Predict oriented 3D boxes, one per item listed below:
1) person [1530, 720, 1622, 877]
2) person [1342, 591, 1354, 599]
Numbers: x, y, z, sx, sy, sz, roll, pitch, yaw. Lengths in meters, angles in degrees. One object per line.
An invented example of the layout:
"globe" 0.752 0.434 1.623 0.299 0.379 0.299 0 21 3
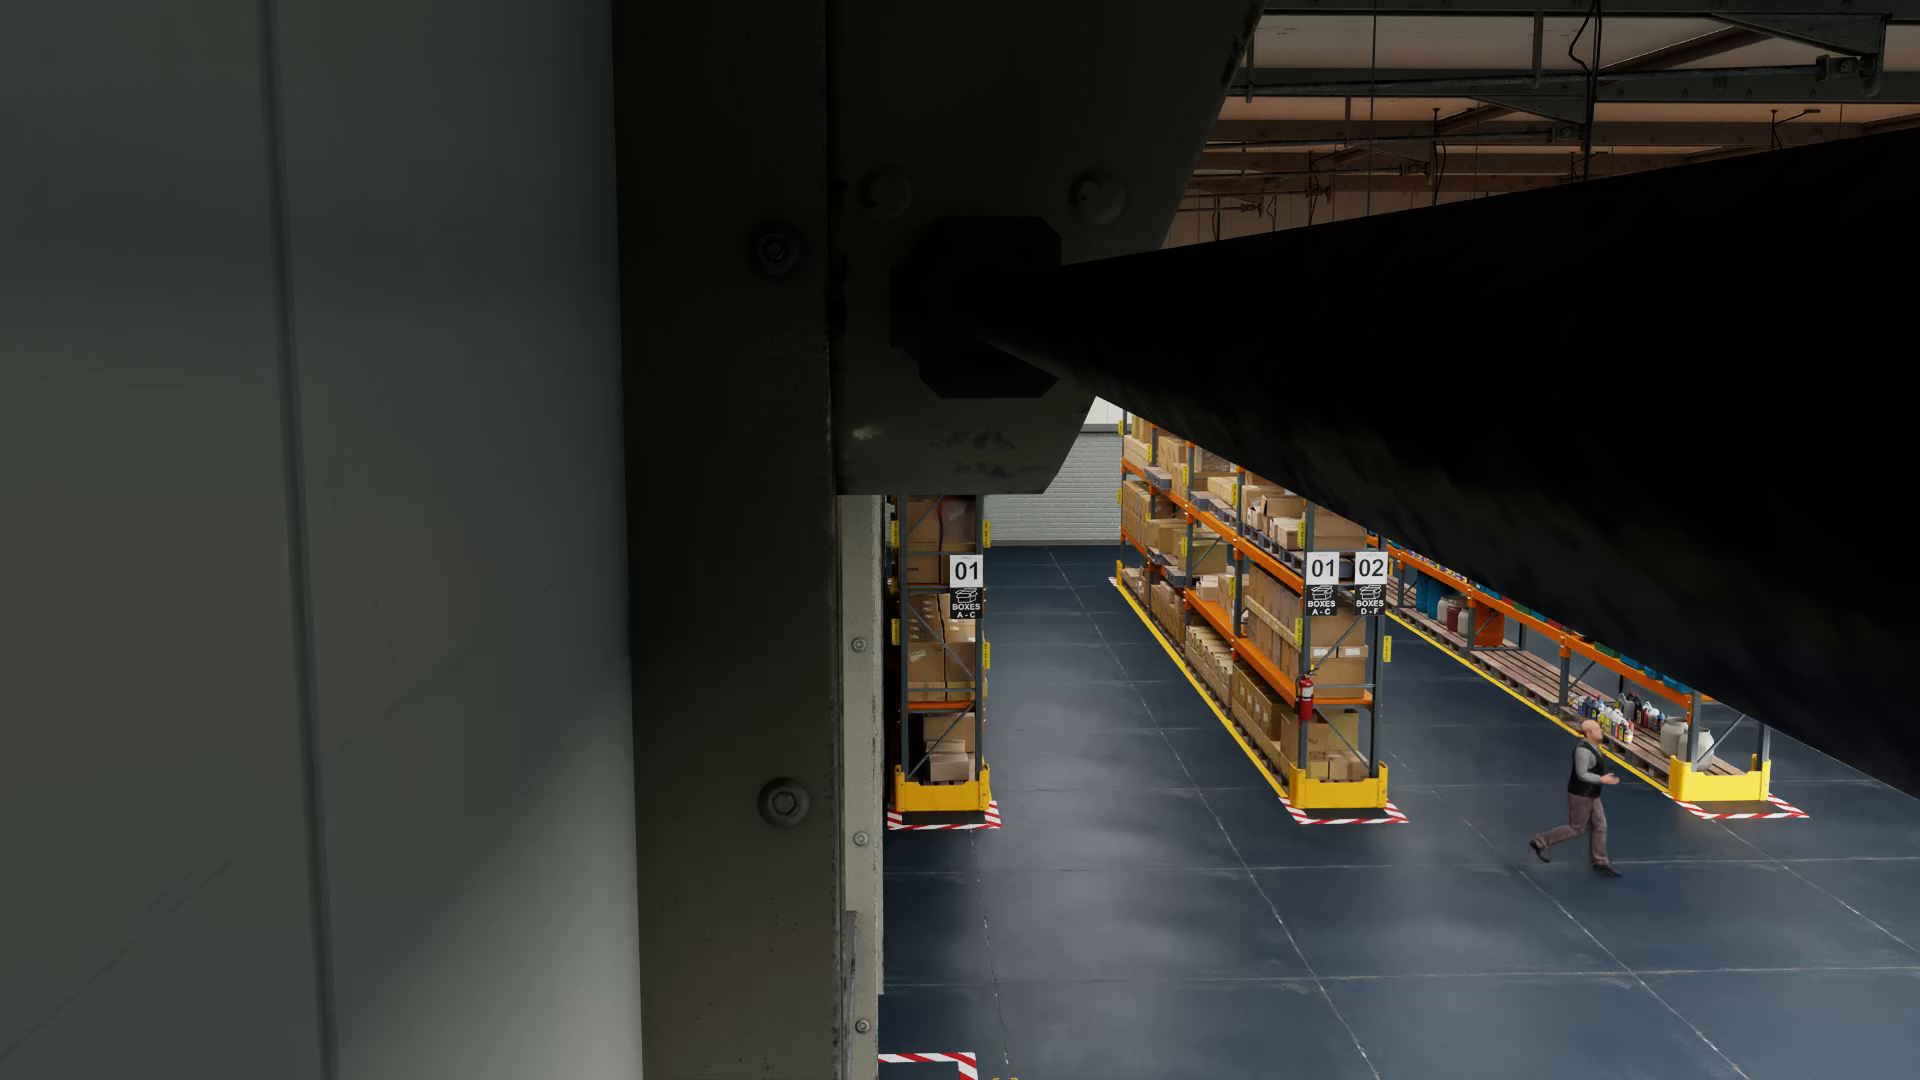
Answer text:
"person" 6.808 2.807 18.264 0.952 1.730 0.669 4 10 28
"person" 6.857 1.066 29.940 0.714 1.740 0.856 -2 9 -11
